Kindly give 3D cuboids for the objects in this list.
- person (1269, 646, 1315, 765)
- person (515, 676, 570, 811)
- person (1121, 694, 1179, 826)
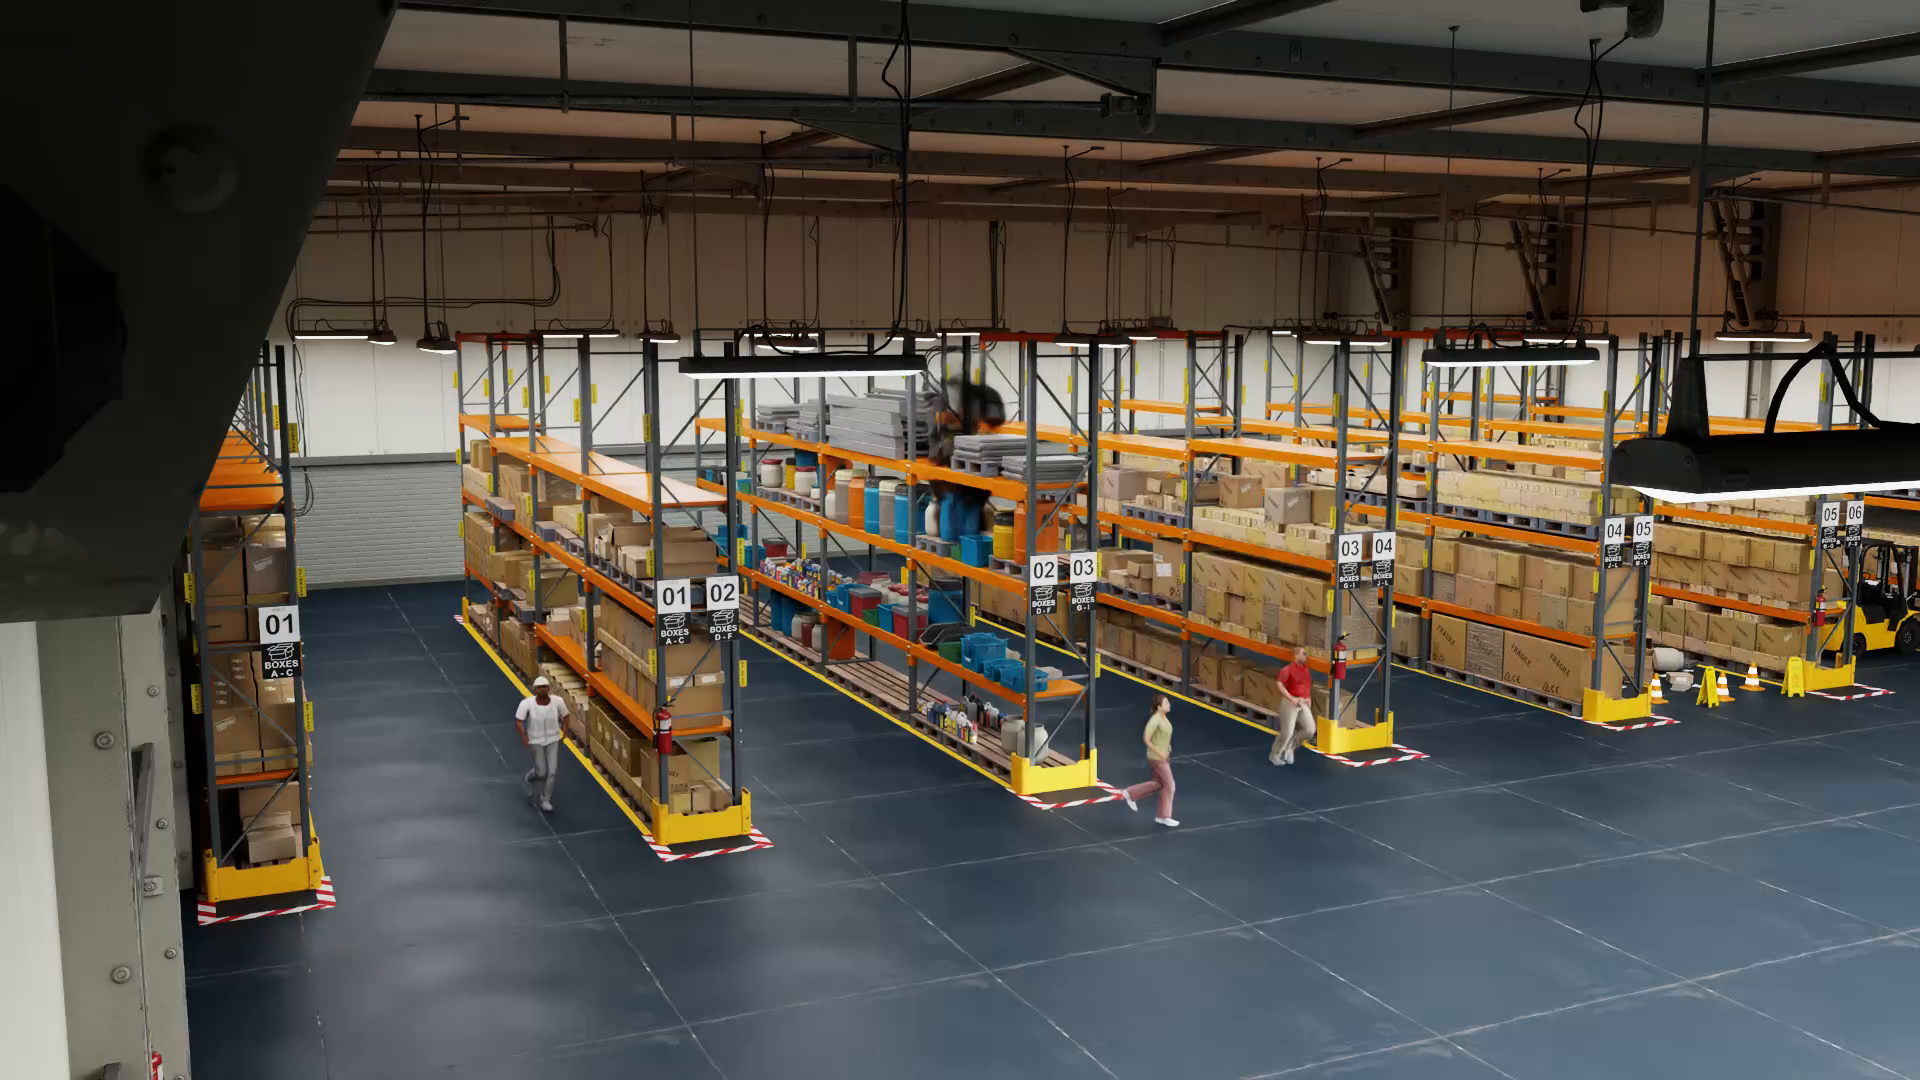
[{"bbox_3d":[4.773,2.343,23.515,0.724,1.676,0.580,-5,9,-35],"label":"person"},{"bbox_3d":[-5.364,2.599,21.466,0.691,1.734,0.632,-4,9,-25],"label":"person"},{"bbox_3d":[2.393,2.727,20.797,0.741,1.662,0.595,2,8,15],"label":"person"}]
